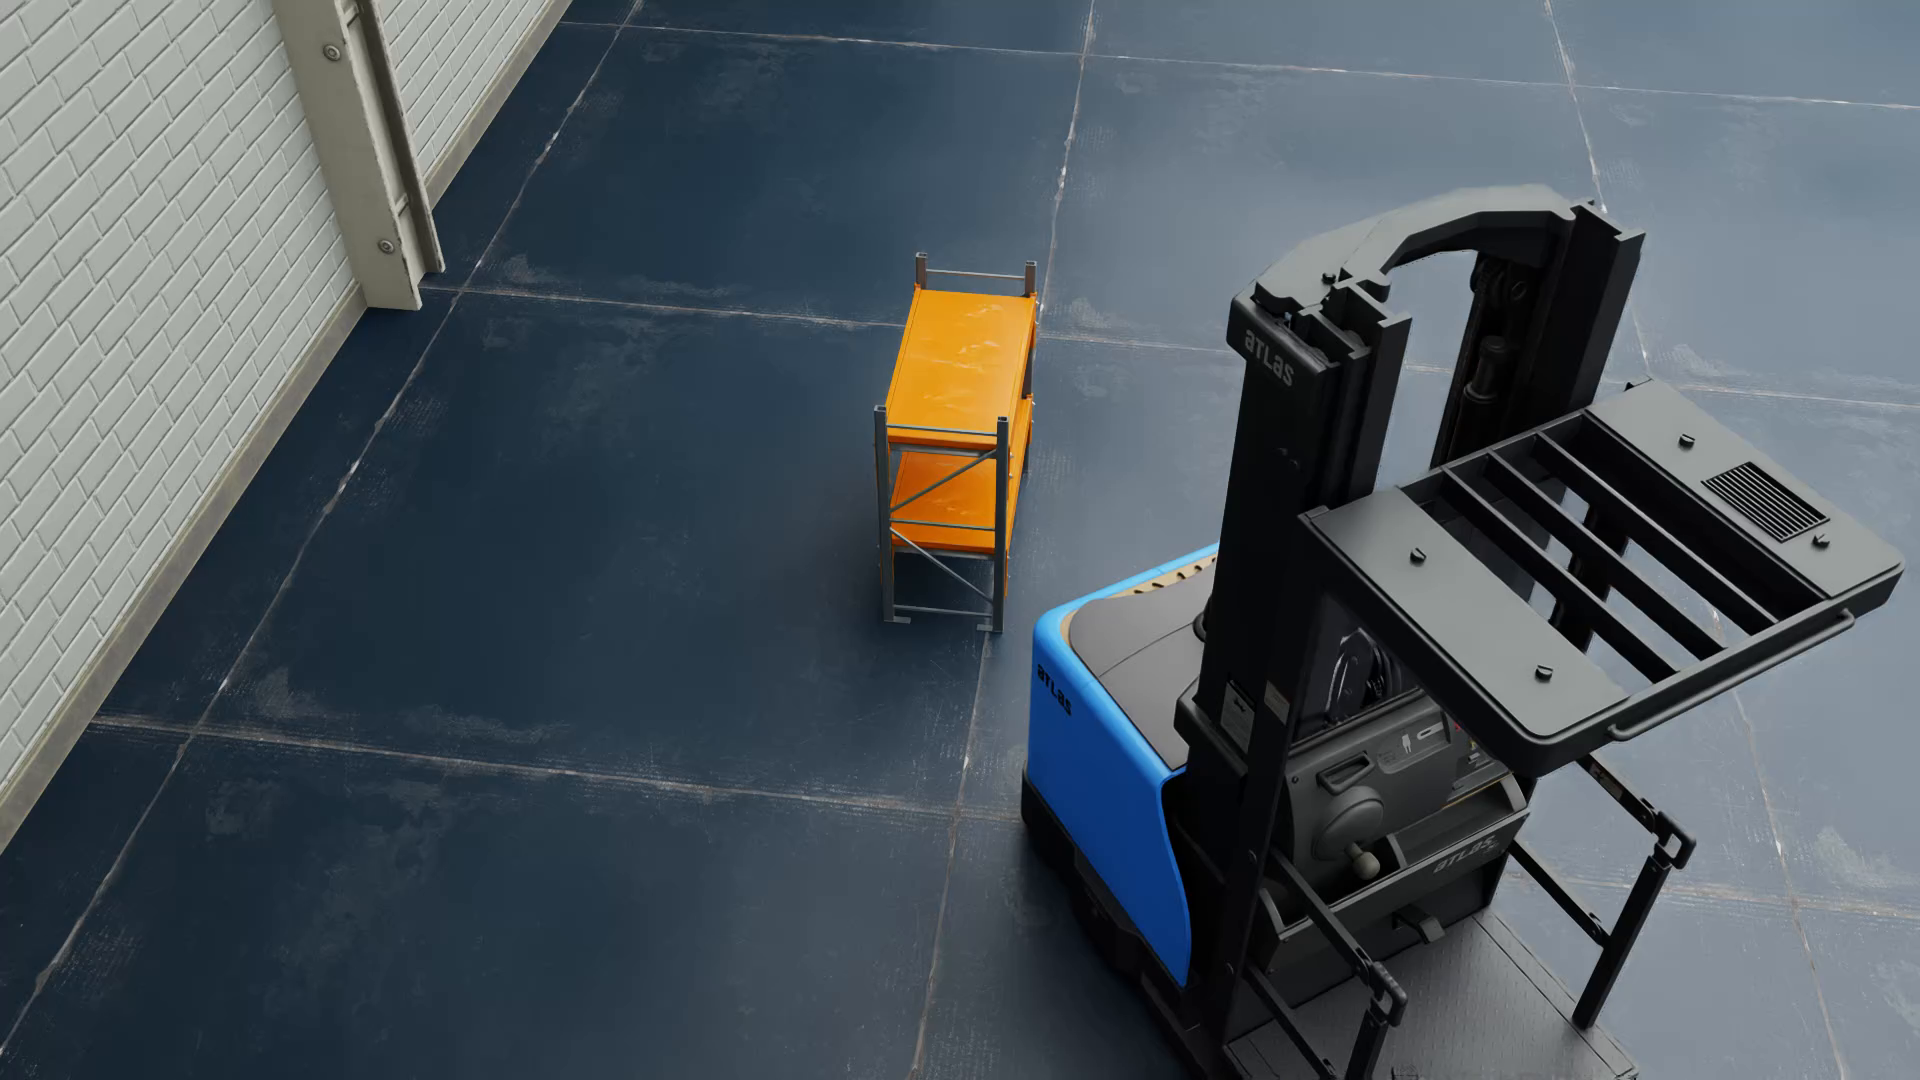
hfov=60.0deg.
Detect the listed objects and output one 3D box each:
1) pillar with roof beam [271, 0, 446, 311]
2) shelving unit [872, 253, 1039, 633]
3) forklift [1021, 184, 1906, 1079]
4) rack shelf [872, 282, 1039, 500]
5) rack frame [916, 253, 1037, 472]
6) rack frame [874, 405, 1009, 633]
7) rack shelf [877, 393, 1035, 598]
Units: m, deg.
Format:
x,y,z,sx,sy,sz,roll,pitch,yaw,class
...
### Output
x,y,z,sx,sy,sz,roll,pitch,yaw,class
1.369,-4.200,5.163,9.100,9.000,0.400,5,44,6,pillar with roof beam
-0.001,-0.404,6.881,0.538,1.125,1.048,5,44,6,shelving unit
1.374,0.696,4.405,1.130,2.935,3.031,-21,47,-20,forklift
-0.001,-0.616,6.679,0.538,0.278,1.000,5,44,6,rack shelf
0.066,-0.750,7.246,0.500,1.125,0.032,5,44,6,rack frame
-0.068,-0.057,6.515,0.500,1.125,0.032,5,44,6,rack frame
-0.001,-0.226,7.049,0.538,0.278,1.000,5,44,6,rack shelf
